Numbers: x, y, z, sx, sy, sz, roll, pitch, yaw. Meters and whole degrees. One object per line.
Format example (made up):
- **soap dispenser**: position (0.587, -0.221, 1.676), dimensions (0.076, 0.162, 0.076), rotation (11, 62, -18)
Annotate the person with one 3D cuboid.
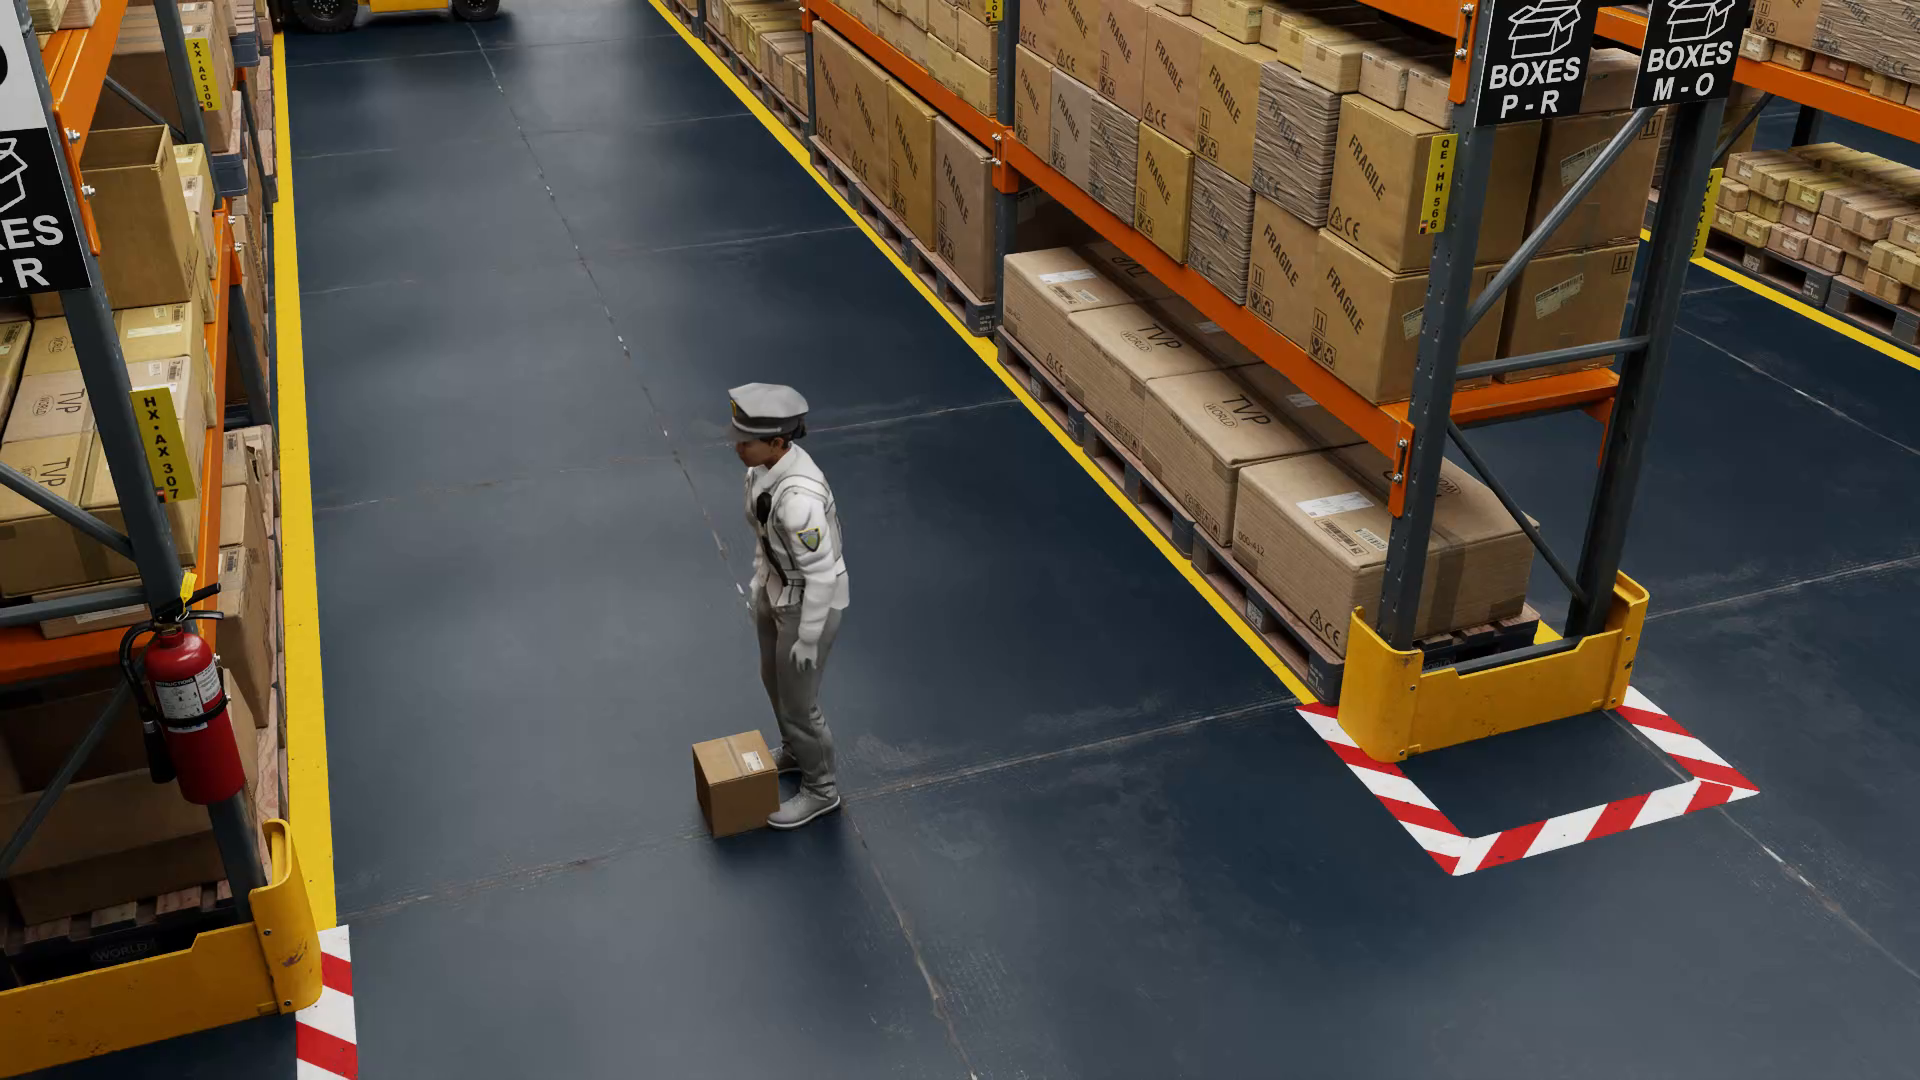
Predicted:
- **person**: position (-0.582, 0.227, 5.730), dimensions (0.371, 1.666, 0.547), rotation (-12, 32, -20)
